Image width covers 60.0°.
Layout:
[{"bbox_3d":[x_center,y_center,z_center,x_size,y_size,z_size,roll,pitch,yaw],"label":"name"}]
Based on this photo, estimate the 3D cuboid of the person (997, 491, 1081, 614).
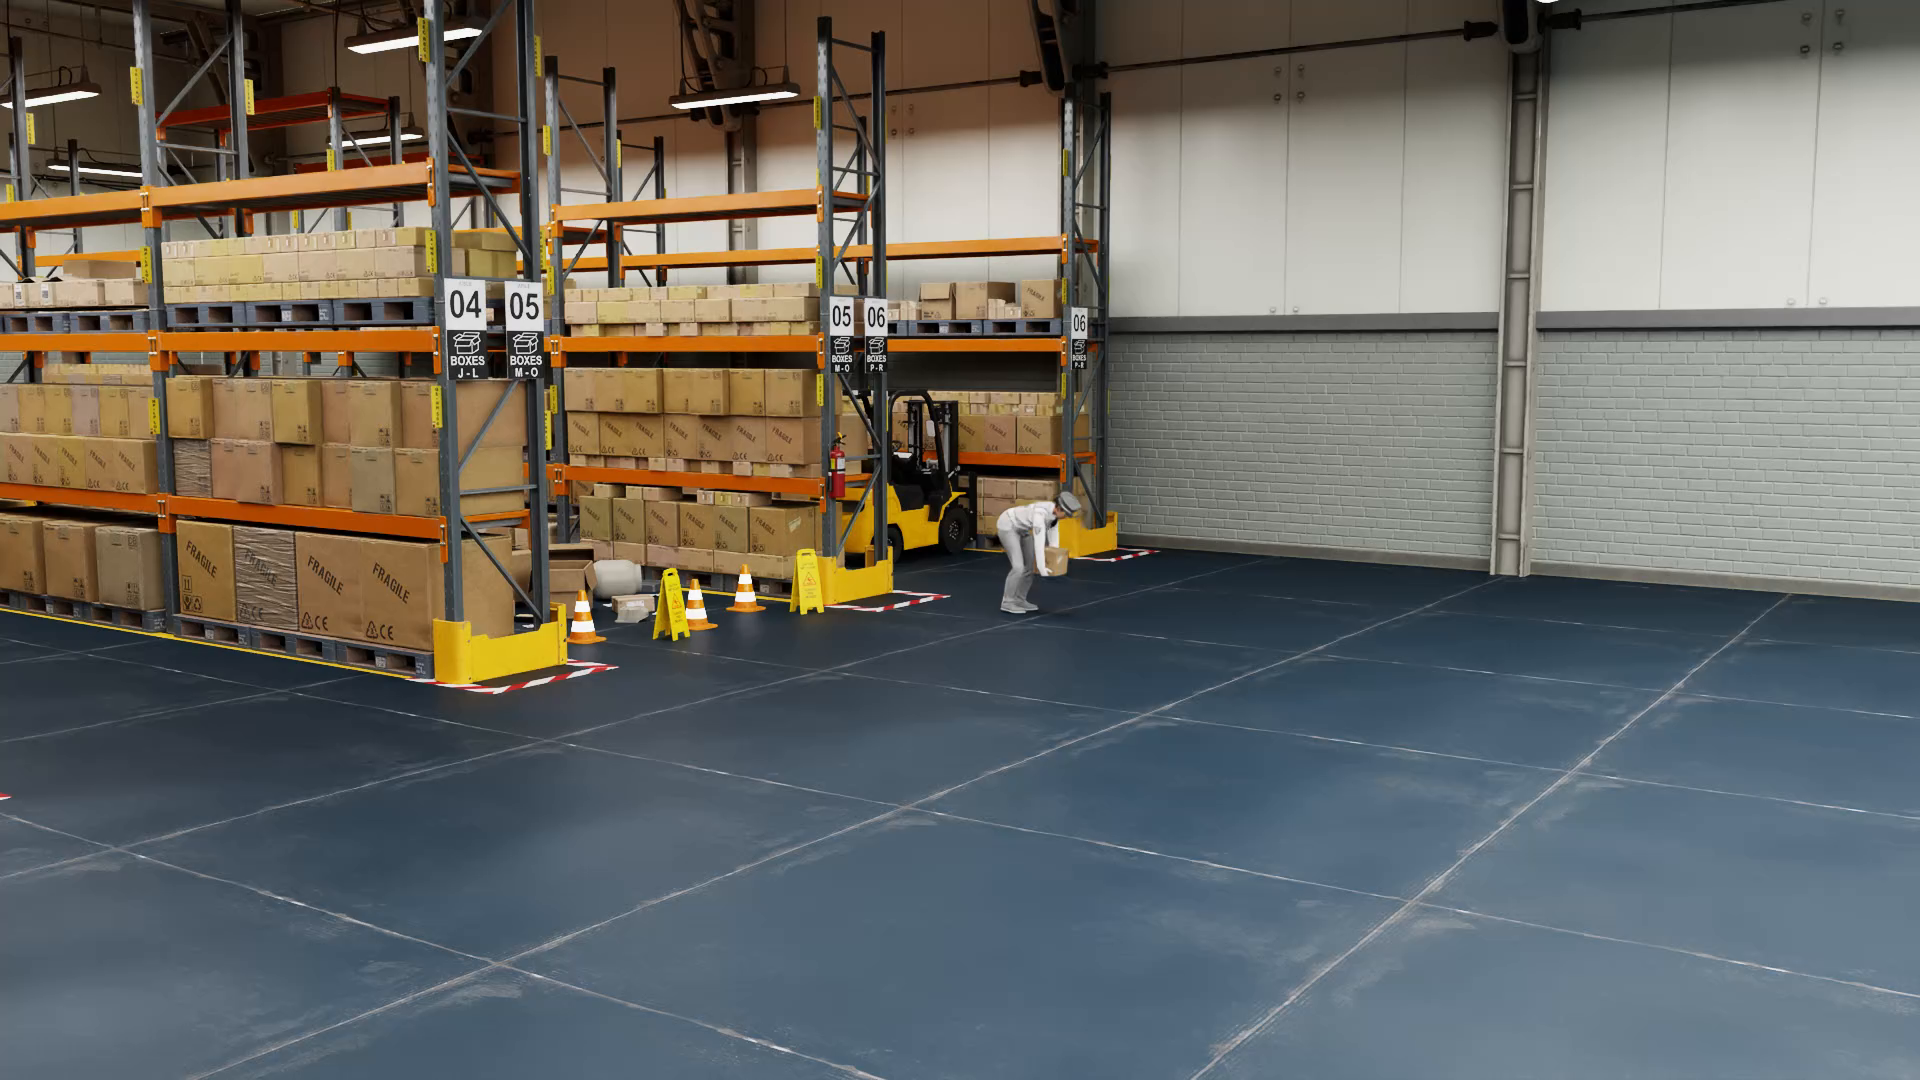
[{"bbox_3d":[0.800,0.123,16.788,0.906,1.251,0.411,4,8,32],"label":"person"}]
